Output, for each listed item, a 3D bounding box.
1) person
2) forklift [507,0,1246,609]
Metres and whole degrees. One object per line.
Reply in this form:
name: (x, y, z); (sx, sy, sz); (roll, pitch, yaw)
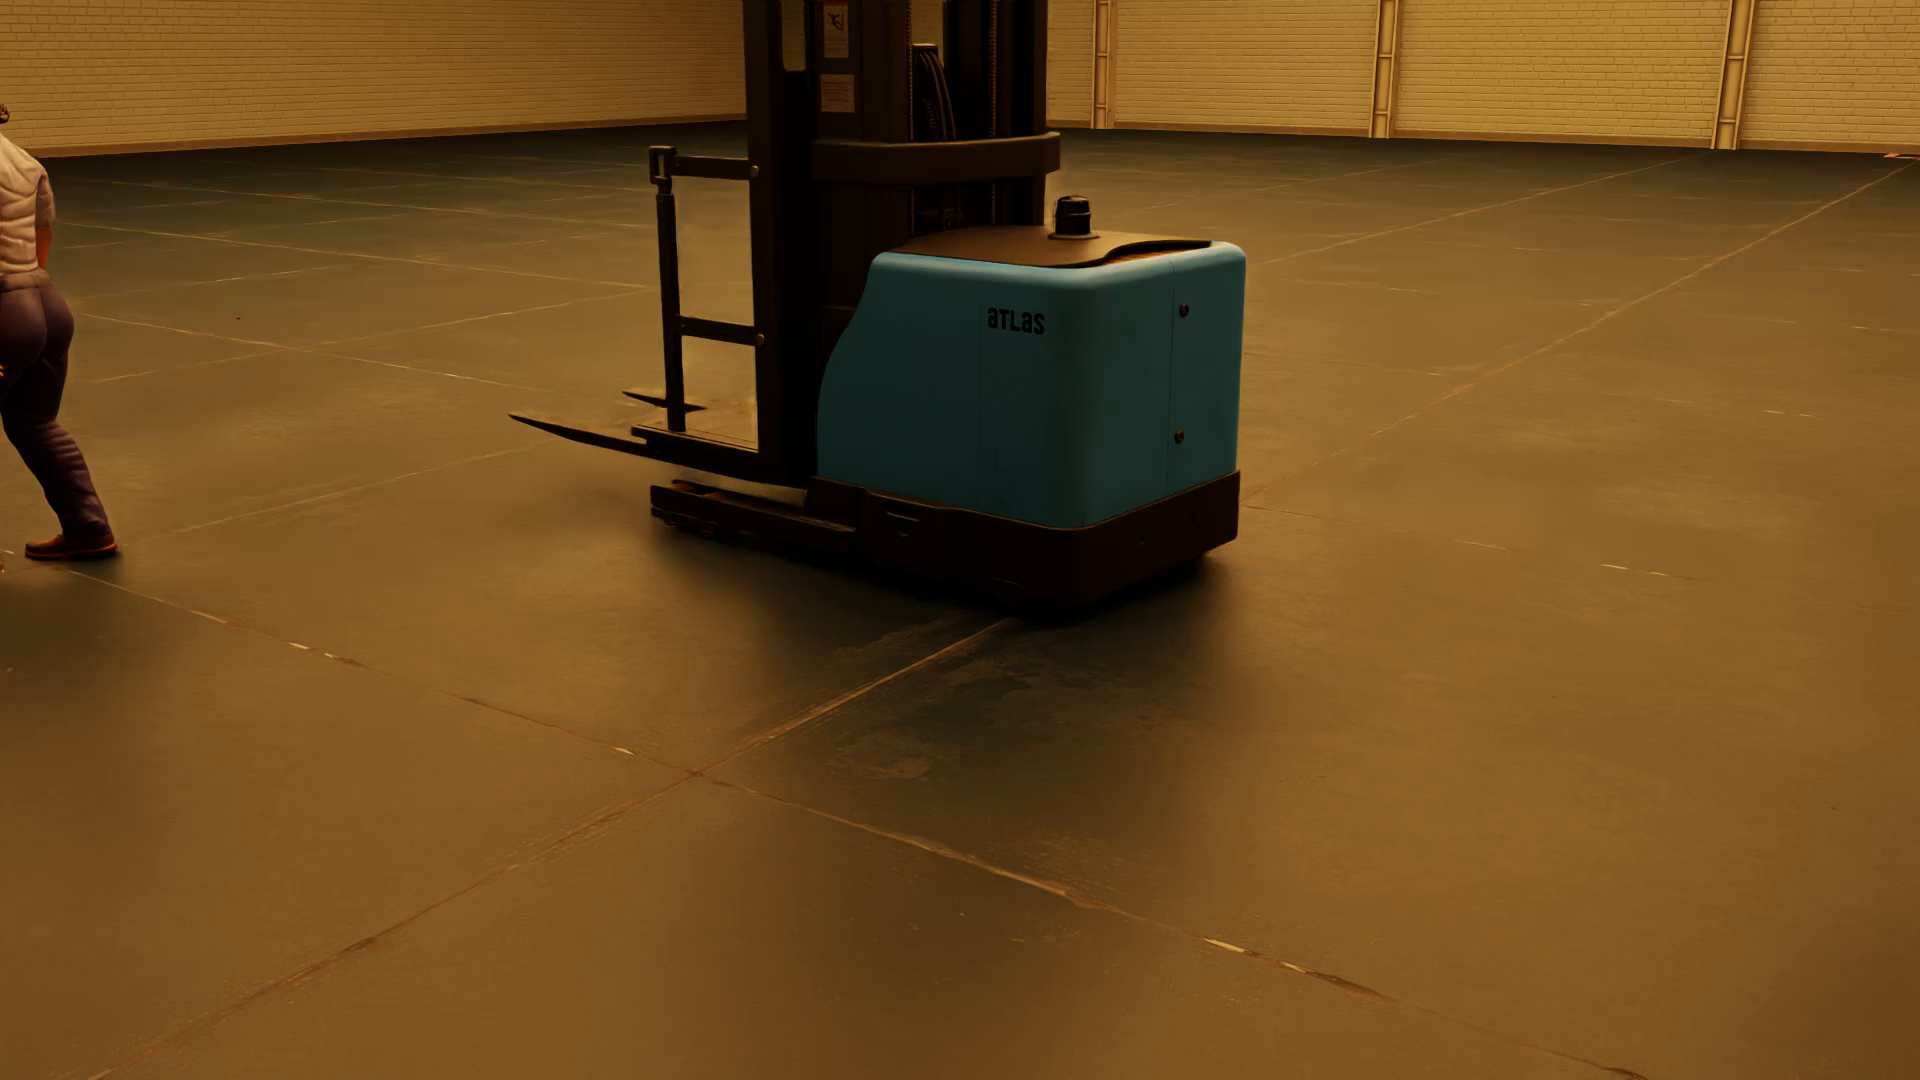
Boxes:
person: (-3.191, -0.672, 5.443); (0.520, 1.691, 0.577); (-1, 17, -3)
forklift: (-0.505, -1.515, 5.900); (3.031, 2.935, 1.130); (13, 21, 37)
